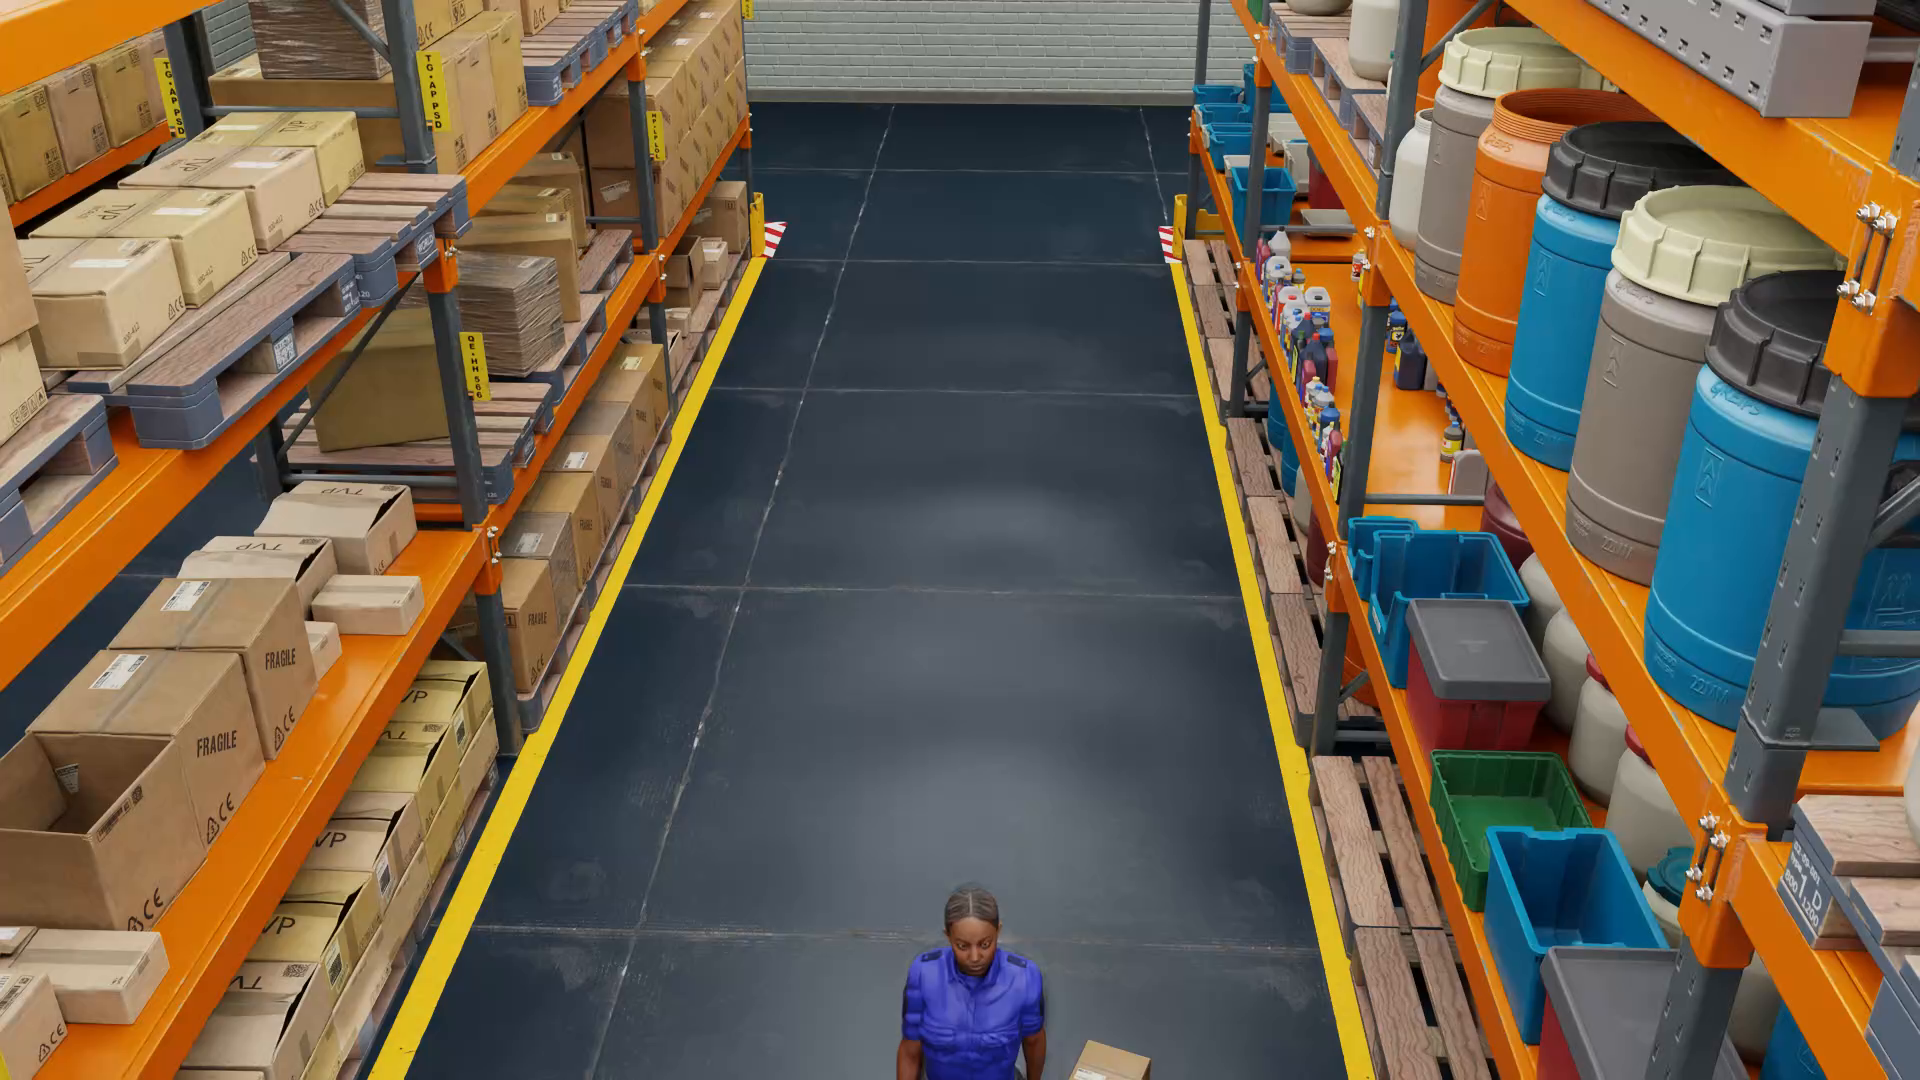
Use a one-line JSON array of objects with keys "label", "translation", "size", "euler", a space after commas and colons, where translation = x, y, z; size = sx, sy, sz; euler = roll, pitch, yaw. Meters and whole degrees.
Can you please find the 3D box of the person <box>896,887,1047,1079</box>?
[{"label": "person", "translation": [0.027, 1.839, 5.235], "size": [0.441, 1.723, 0.623], "euler": [5, 29, 10]}]
